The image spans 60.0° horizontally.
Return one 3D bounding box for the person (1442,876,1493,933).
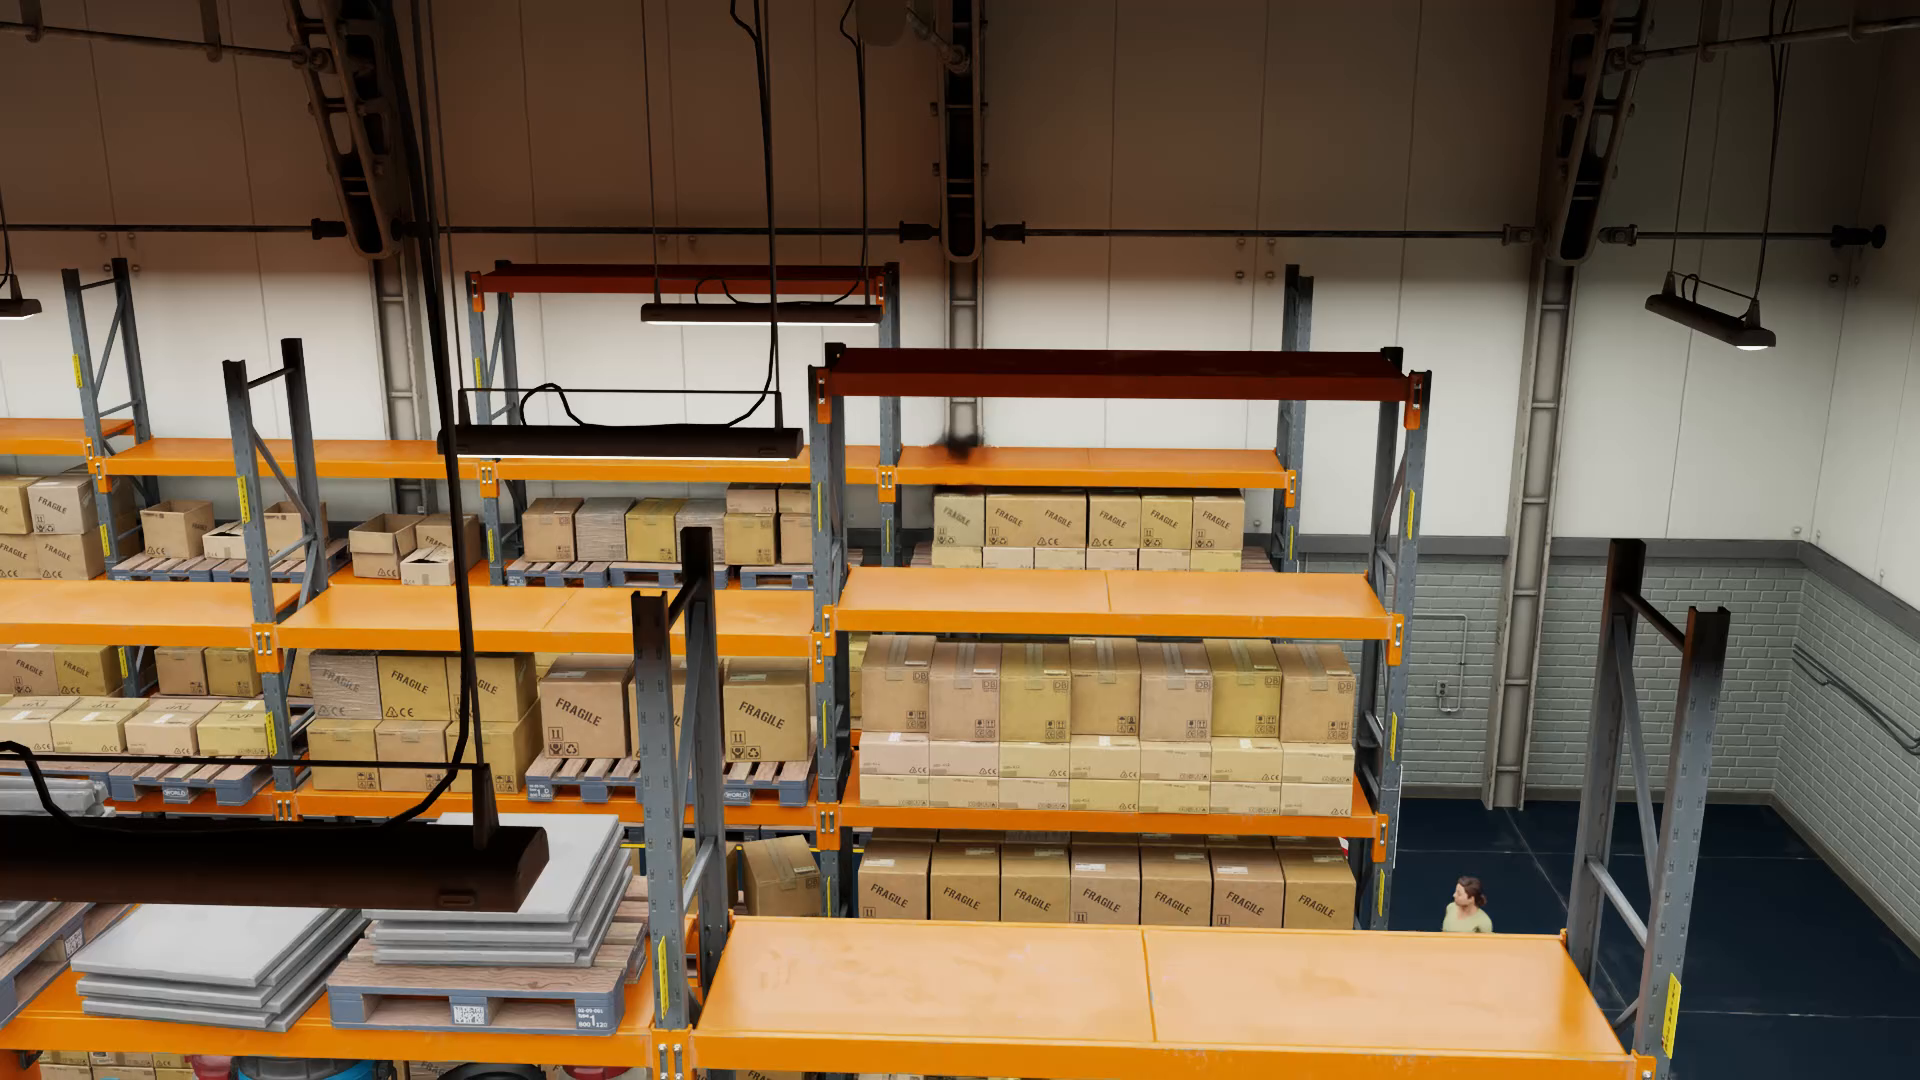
[{"bbox_3d":[4.097,3.512,13.533,0.353,1.688,0.522,-12,20,-36],"label":"person"}]
